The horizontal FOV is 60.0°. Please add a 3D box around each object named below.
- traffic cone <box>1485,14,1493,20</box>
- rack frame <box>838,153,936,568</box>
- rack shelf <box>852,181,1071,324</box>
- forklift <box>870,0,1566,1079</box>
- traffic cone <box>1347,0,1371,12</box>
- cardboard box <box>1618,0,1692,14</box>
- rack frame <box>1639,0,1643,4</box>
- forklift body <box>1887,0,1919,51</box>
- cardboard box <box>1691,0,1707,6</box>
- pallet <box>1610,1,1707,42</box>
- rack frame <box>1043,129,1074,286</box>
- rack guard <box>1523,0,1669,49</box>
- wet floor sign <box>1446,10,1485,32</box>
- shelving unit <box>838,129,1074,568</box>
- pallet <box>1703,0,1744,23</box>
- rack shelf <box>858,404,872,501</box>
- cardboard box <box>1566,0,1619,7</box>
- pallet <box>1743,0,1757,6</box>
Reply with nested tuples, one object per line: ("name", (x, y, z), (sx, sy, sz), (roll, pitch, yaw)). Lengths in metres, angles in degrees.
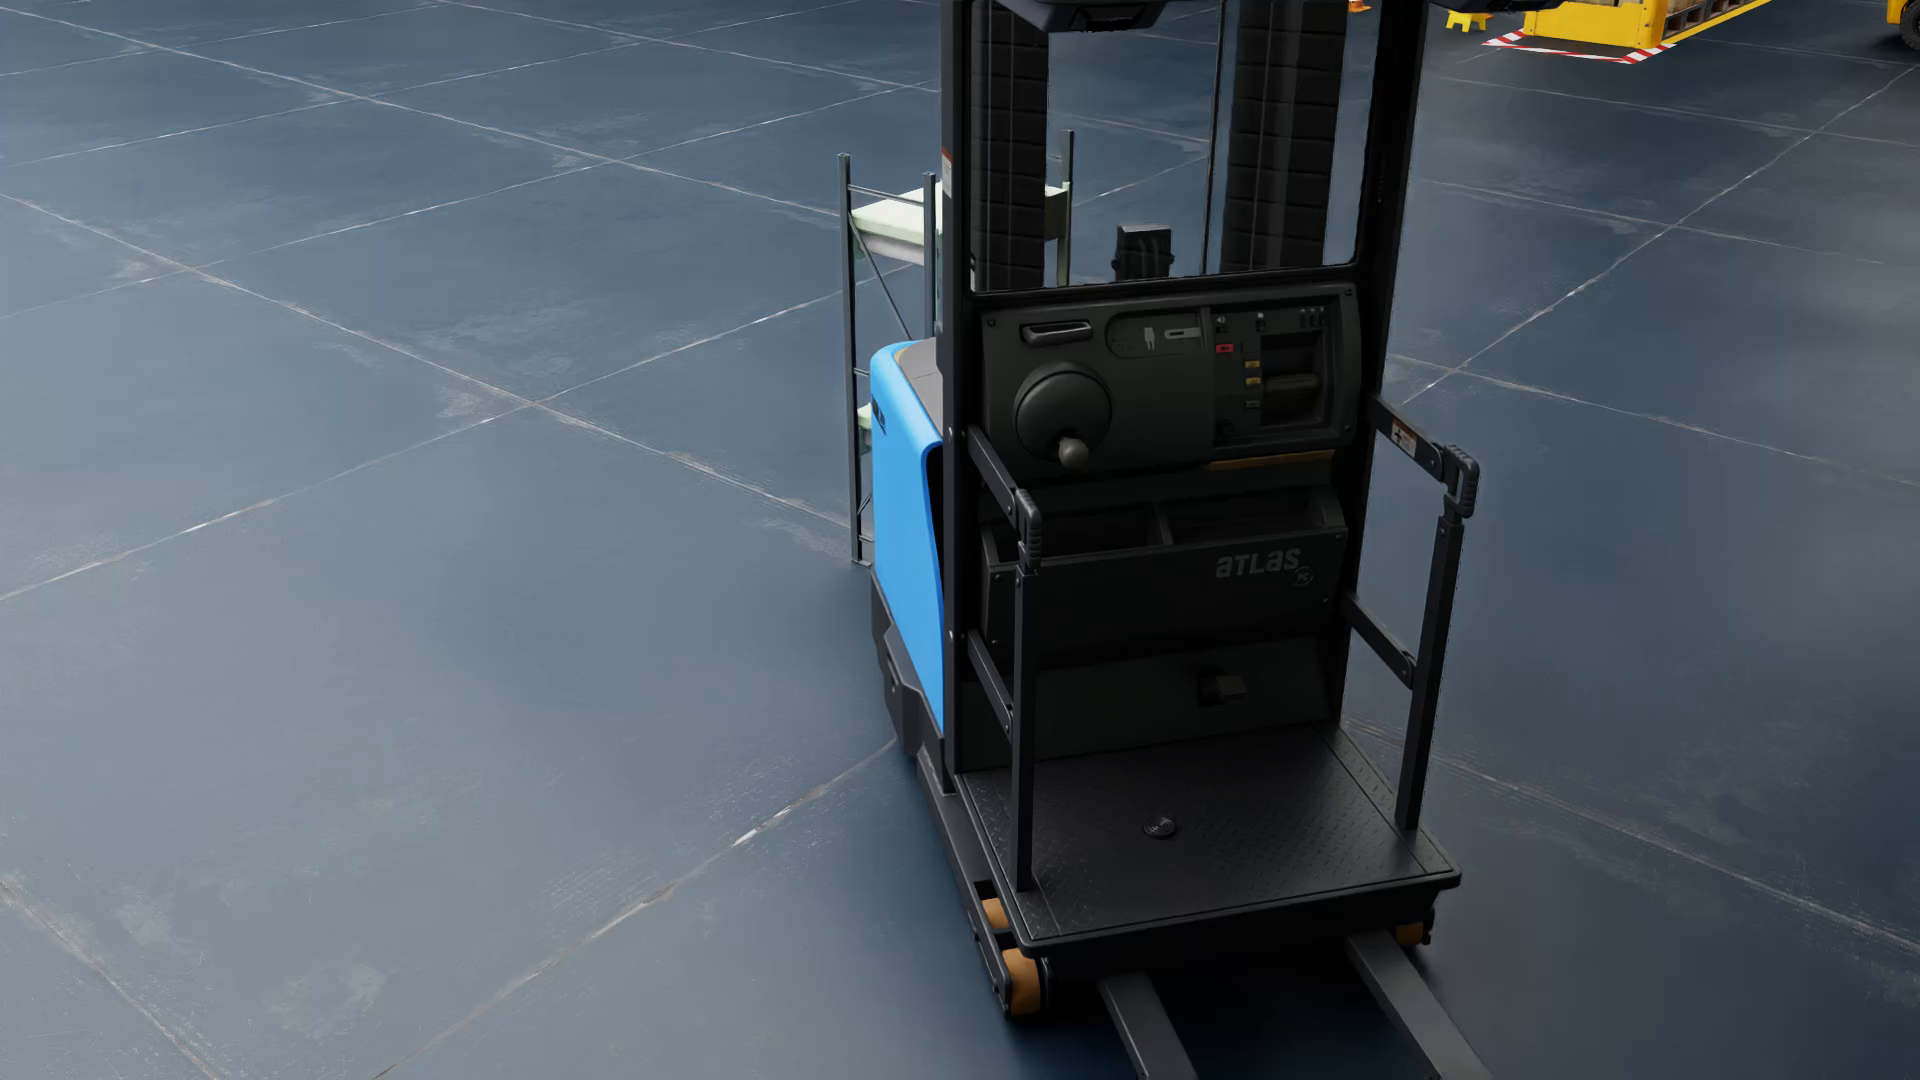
("traffic cone", (4.908, -5.221, 15.839), (0.336, 0.463, 0.334), (21, 34, 34))
("rack frame", (-0.237, -0.534, 5.650), (0.400, 1.500, 0.023), (21, 34, 34))
("rack shelf", (-0.004, -1.010, 5.721), (0.431, 0.370, 0.720), (21, 34, 34))
("forklift", (0.558, -0.345, 3.727), (1.130, 2.935, 3.031), (-6, 28, -12))
("traffic cone", (3.835, -5.425, 16.233), (0.336, 0.463, 0.334), (21, 34, 34))
("cardboard box", (6.357, -4.989, 15.164), (0.500, 0.250, 0.500), (20, 34, 34))
("rack frame", (5.630, -5.818, 14.233), (1.000, 3.000, 0.127), (21, 34, 34))
("forklift body", (9.261, -5.198, 13.956), (2.313, 2.155, 1.214), (21, 34, 34))
("cardboard box", (6.687, -5.168, 15.510), (0.500, 0.250, 0.500), (22, 35, 36))
("pallet", (6.222, -4.884, 15.462), (1.003, 0.211, 1.213), (21, 34, 34))
("rack frame", (0.229, -0.794, 6.152), (0.400, 1.500, 0.023), (21, 34, 34))
("rack guard", (5.678, -4.735, 14.859), (1.175, 0.500, 0.348), (21, 34, 34))
("wet floor sign", (4.684, -5.018, 15.248), (0.232, 0.644, 0.267), (-15, 31, -27))
("shelving unit", (-0.004, -0.664, 5.901), (0.431, 1.500, 0.755), (21, 34, 34))
("pallet", (6.999, -5.315, 16.295), (1.003, 0.211, 1.213), (21, 34, 34))
("rack shelf", (-0.004, -0.374, 6.051), (0.431, 0.370, 0.720), (21, 34, 34))
("cardboard box", (5.952, -5.157, 15.490), (0.500, 0.250, 0.500), (21, 34, 34))
("pallet", (7.774, -5.750, 17.134), (1.003, 0.211, 1.213), (21, 34, 34))
